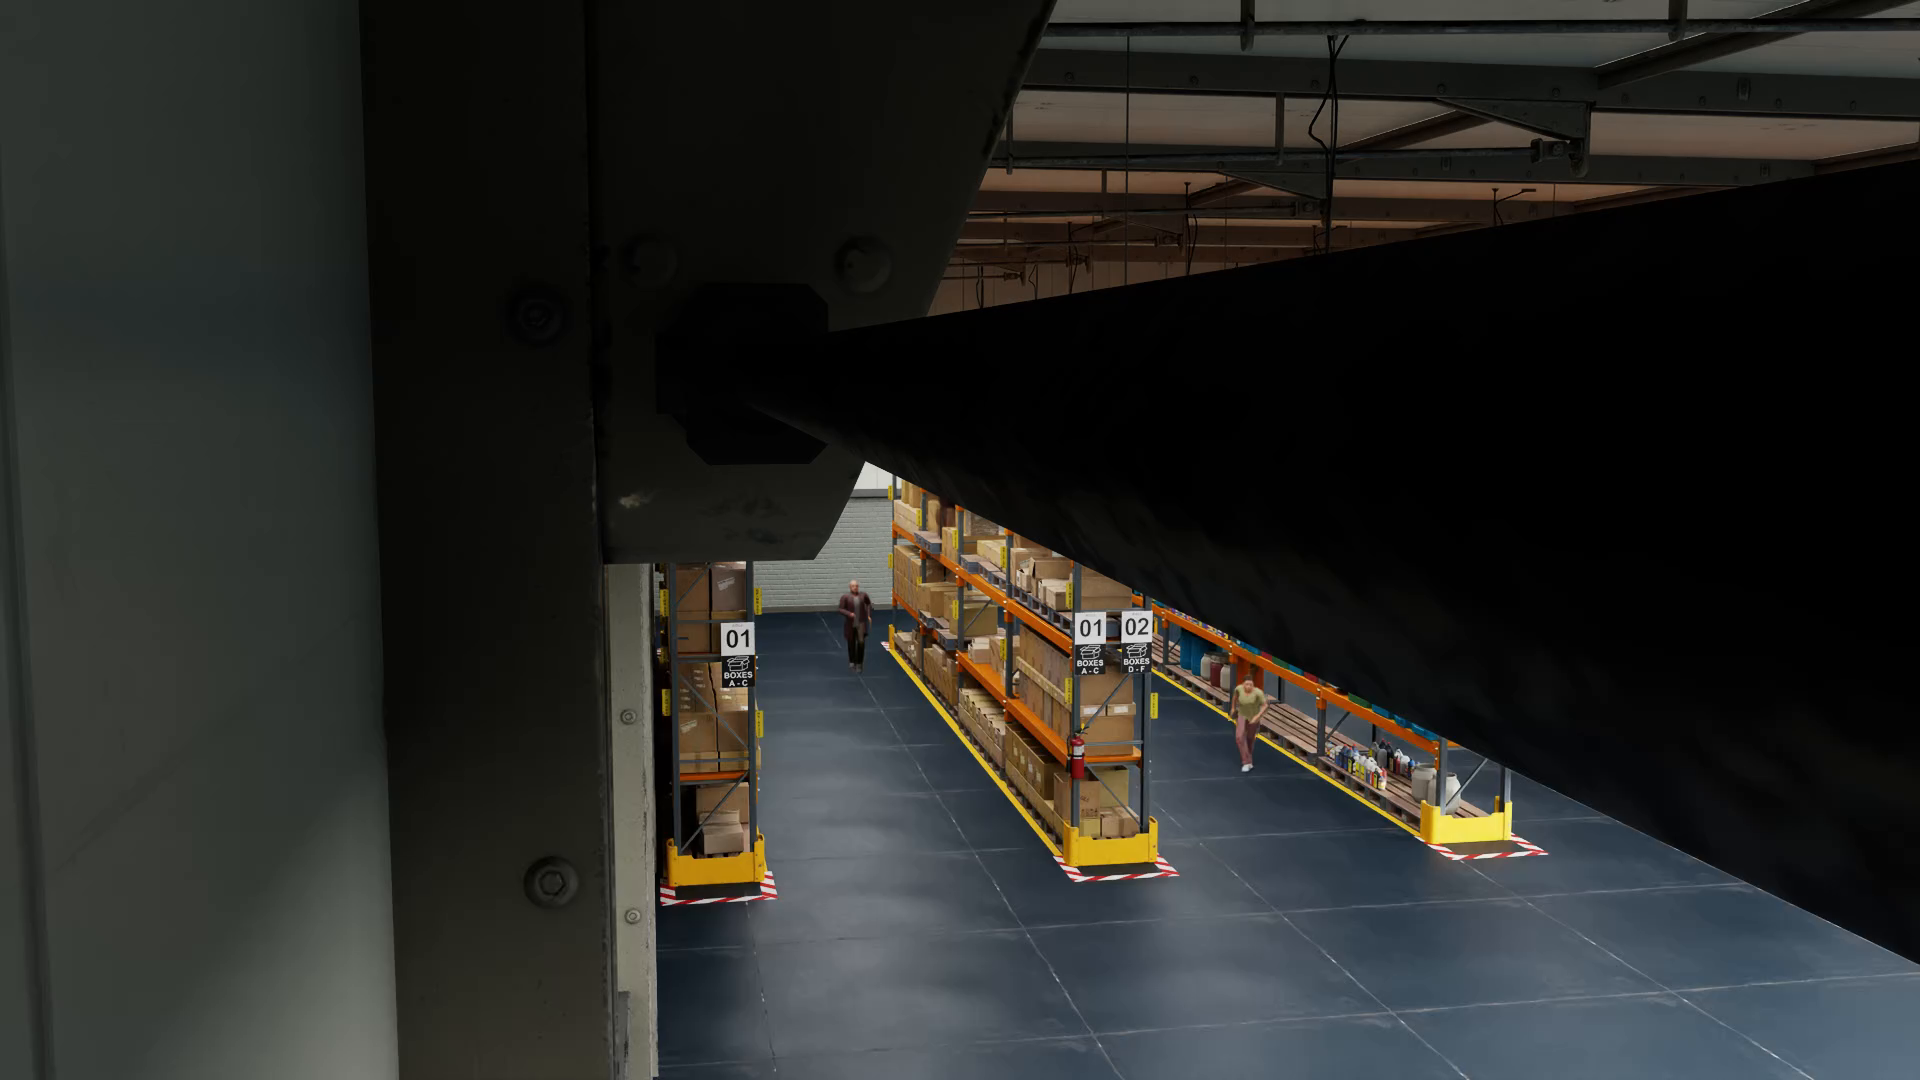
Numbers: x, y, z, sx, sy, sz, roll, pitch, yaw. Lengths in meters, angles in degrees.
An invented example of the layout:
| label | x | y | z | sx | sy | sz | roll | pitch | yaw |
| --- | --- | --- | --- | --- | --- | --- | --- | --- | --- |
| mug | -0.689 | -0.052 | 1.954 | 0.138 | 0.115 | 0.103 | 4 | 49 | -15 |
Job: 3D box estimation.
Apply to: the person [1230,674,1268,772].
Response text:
| label | x | y | z | sx | sy | sz | roll | pitch | yaw |
| --- | --- | --- | --- | --- | --- | --- | --- | --- | --- |
| person | 4.503 | 2.765 | 25.842 | 0.596 | 1.511 | 1.071 | 2 | 6 | 18 |

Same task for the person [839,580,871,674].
| label | x | y | z | sx | sy | sz | roll | pitch | yaw |
| --- | --- | --- | --- | --- | --- | --- | --- | --- | --- |
| person | -2.032 | 1.695 | 32.346 | 0.664 | 1.838 | 0.837 | -1 | 6 | -9 |
